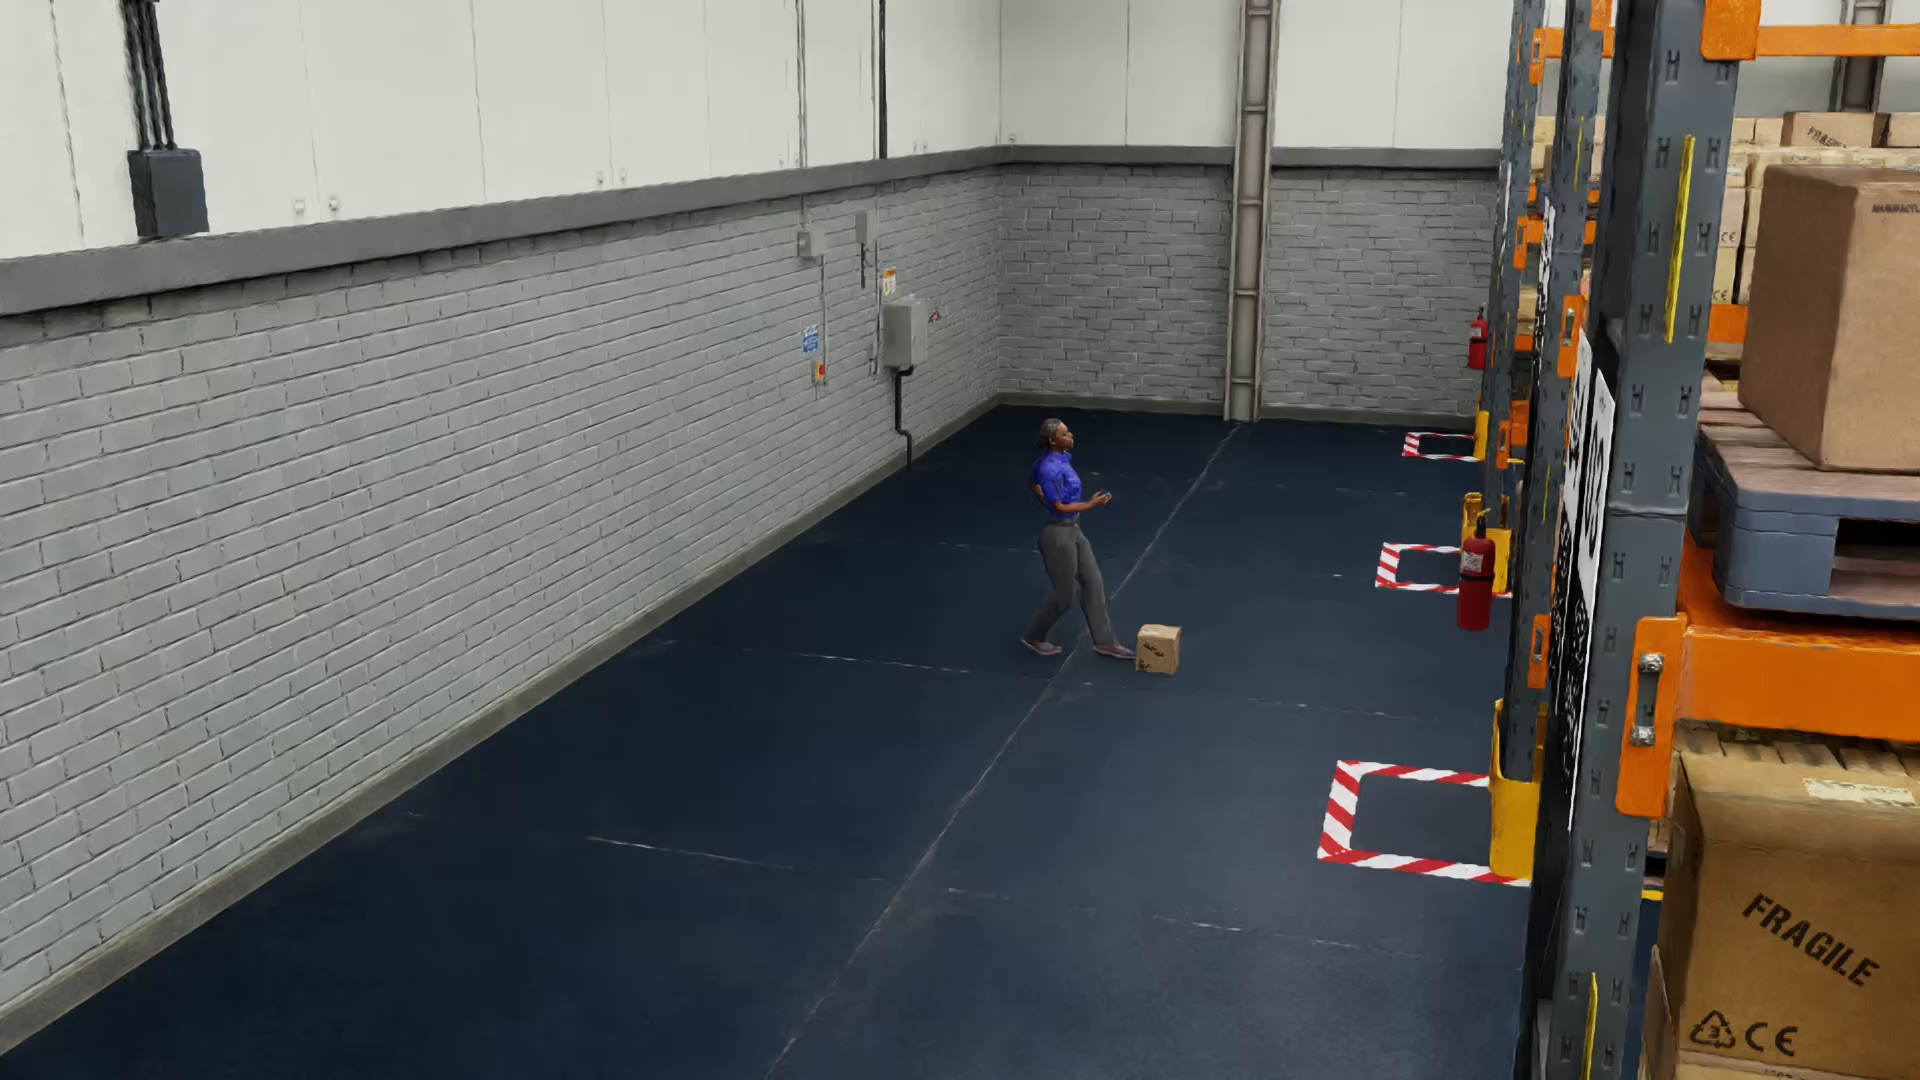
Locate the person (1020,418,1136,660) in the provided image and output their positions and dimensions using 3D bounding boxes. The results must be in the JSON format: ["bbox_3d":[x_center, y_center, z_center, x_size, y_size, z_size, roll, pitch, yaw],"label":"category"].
[{"bbox_3d":[0.778,0.004,11.047,0.795,1.635,0.535,5,16,17],"label":"person"}]
